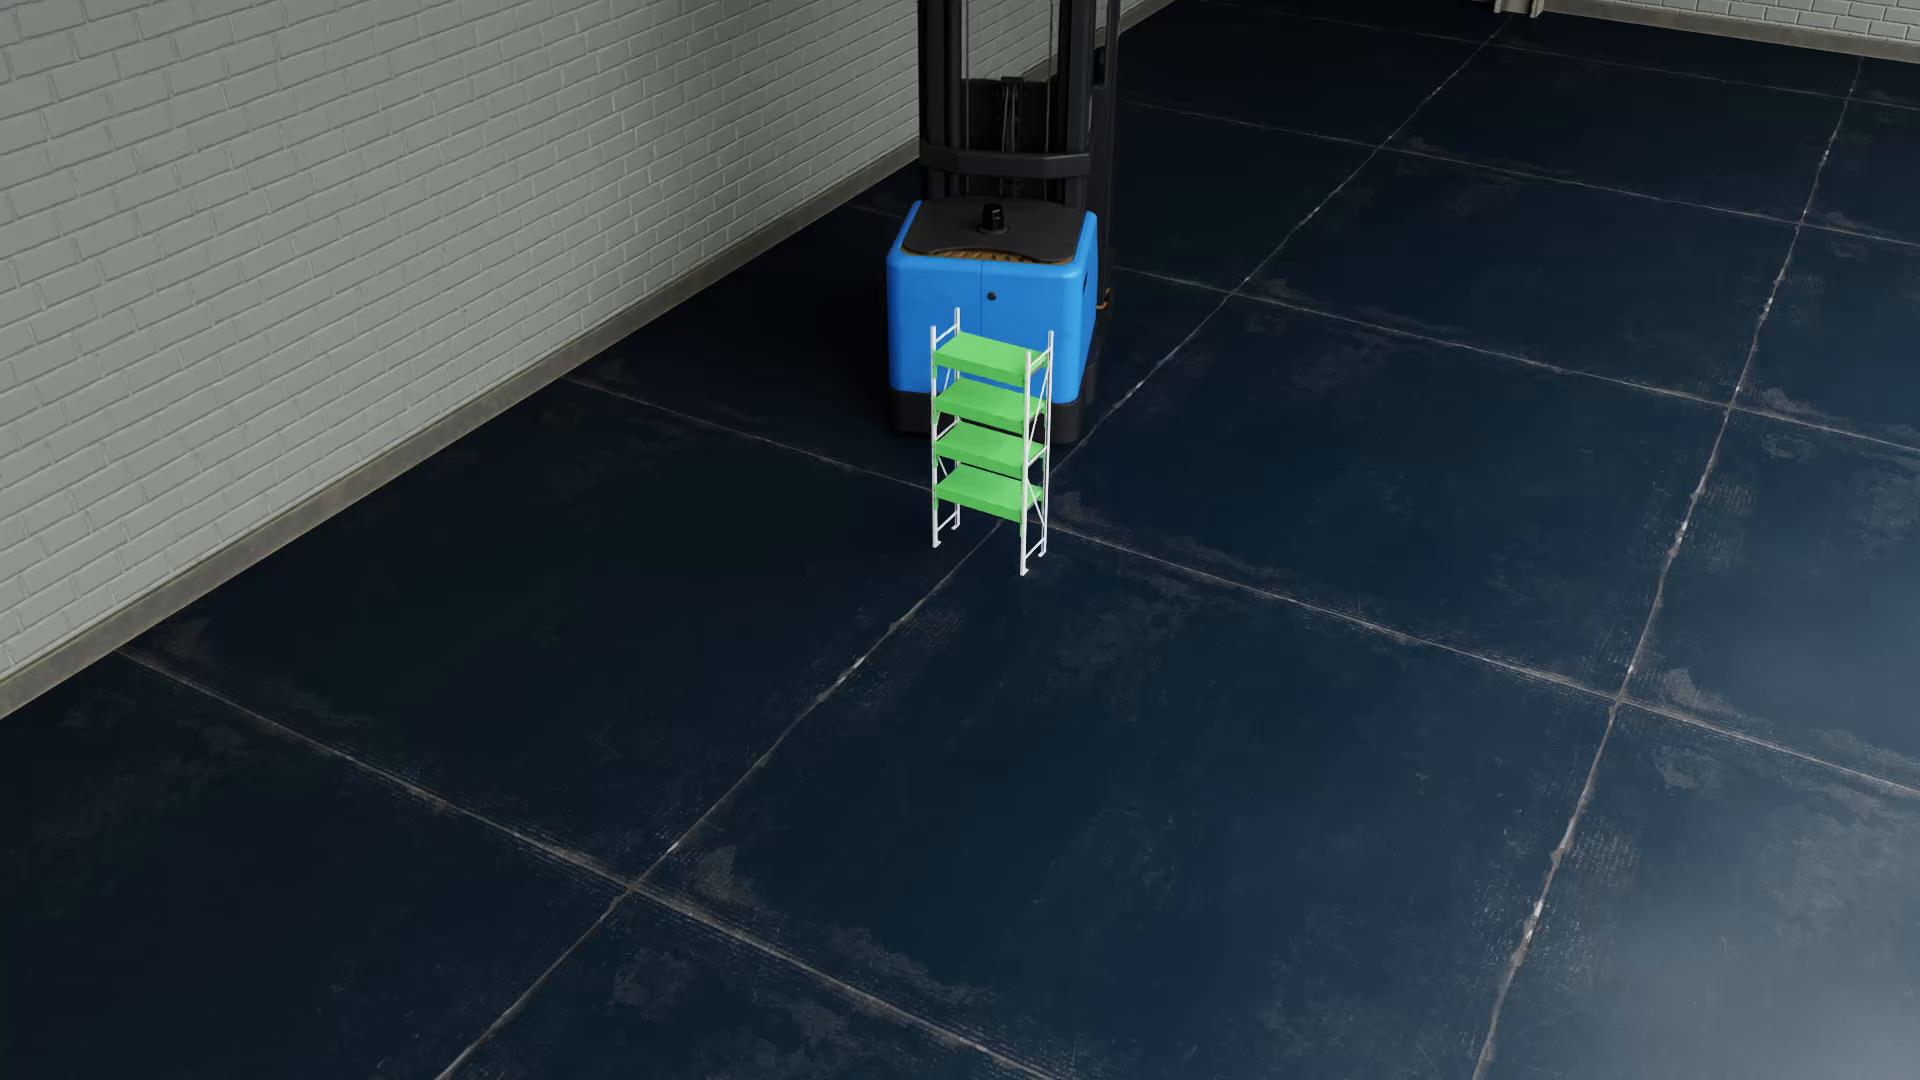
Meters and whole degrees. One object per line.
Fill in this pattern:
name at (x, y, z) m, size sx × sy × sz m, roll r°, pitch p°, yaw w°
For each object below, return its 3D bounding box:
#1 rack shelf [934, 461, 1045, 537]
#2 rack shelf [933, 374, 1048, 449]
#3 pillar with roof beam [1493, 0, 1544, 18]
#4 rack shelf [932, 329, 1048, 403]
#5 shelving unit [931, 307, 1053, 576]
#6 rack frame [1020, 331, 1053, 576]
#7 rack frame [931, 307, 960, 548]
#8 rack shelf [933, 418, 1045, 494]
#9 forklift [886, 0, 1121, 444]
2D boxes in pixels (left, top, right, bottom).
rack shelf at (0.144, -0.201, 8.018) m, size 0.480 × 0.148 × 0.258 m, roll 18°, pitch 37°, yaw 24°
rack shelf at (0.144, -0.600, 7.751) m, size 0.480 × 0.148 × 0.258 m, roll 18°, pitch 37°, yaw 24°
pillar with roof beam at (3.169, -6.705, 10.200) m, size 0.400 × 9.000 × 9.100 m, roll 18°, pitch 37°, yaw 24°
rack shelf at (0.144, -0.800, 7.618) m, size 0.480 × 0.148 × 0.258 m, roll 18°, pitch 37°, yaw 24°
shelving unit at (0.144, -0.454, 7.849) m, size 0.503 × 1.200 × 0.258 m, roll 18°, pitch 37°, yaw 24°
rack frame at (0.356, -0.387, 7.748) m, size 0.015 × 1.200 × 0.240 m, roll 18°, pitch 37°, yaw 24°
rack frame at (-0.068, -0.521, 7.950) m, size 0.015 × 1.200 × 0.240 m, roll 18°, pitch 37°, yaw 24°
rack shelf at (0.144, -0.401, 7.884) m, size 0.480 × 0.148 × 0.258 m, roll 18°, pitch 37°, yaw 24°
forklift at (0.355, -2.539, 9.418) m, size 1.130 × 2.935 × 3.031 m, roll 5°, pitch 34°, yaw 8°
